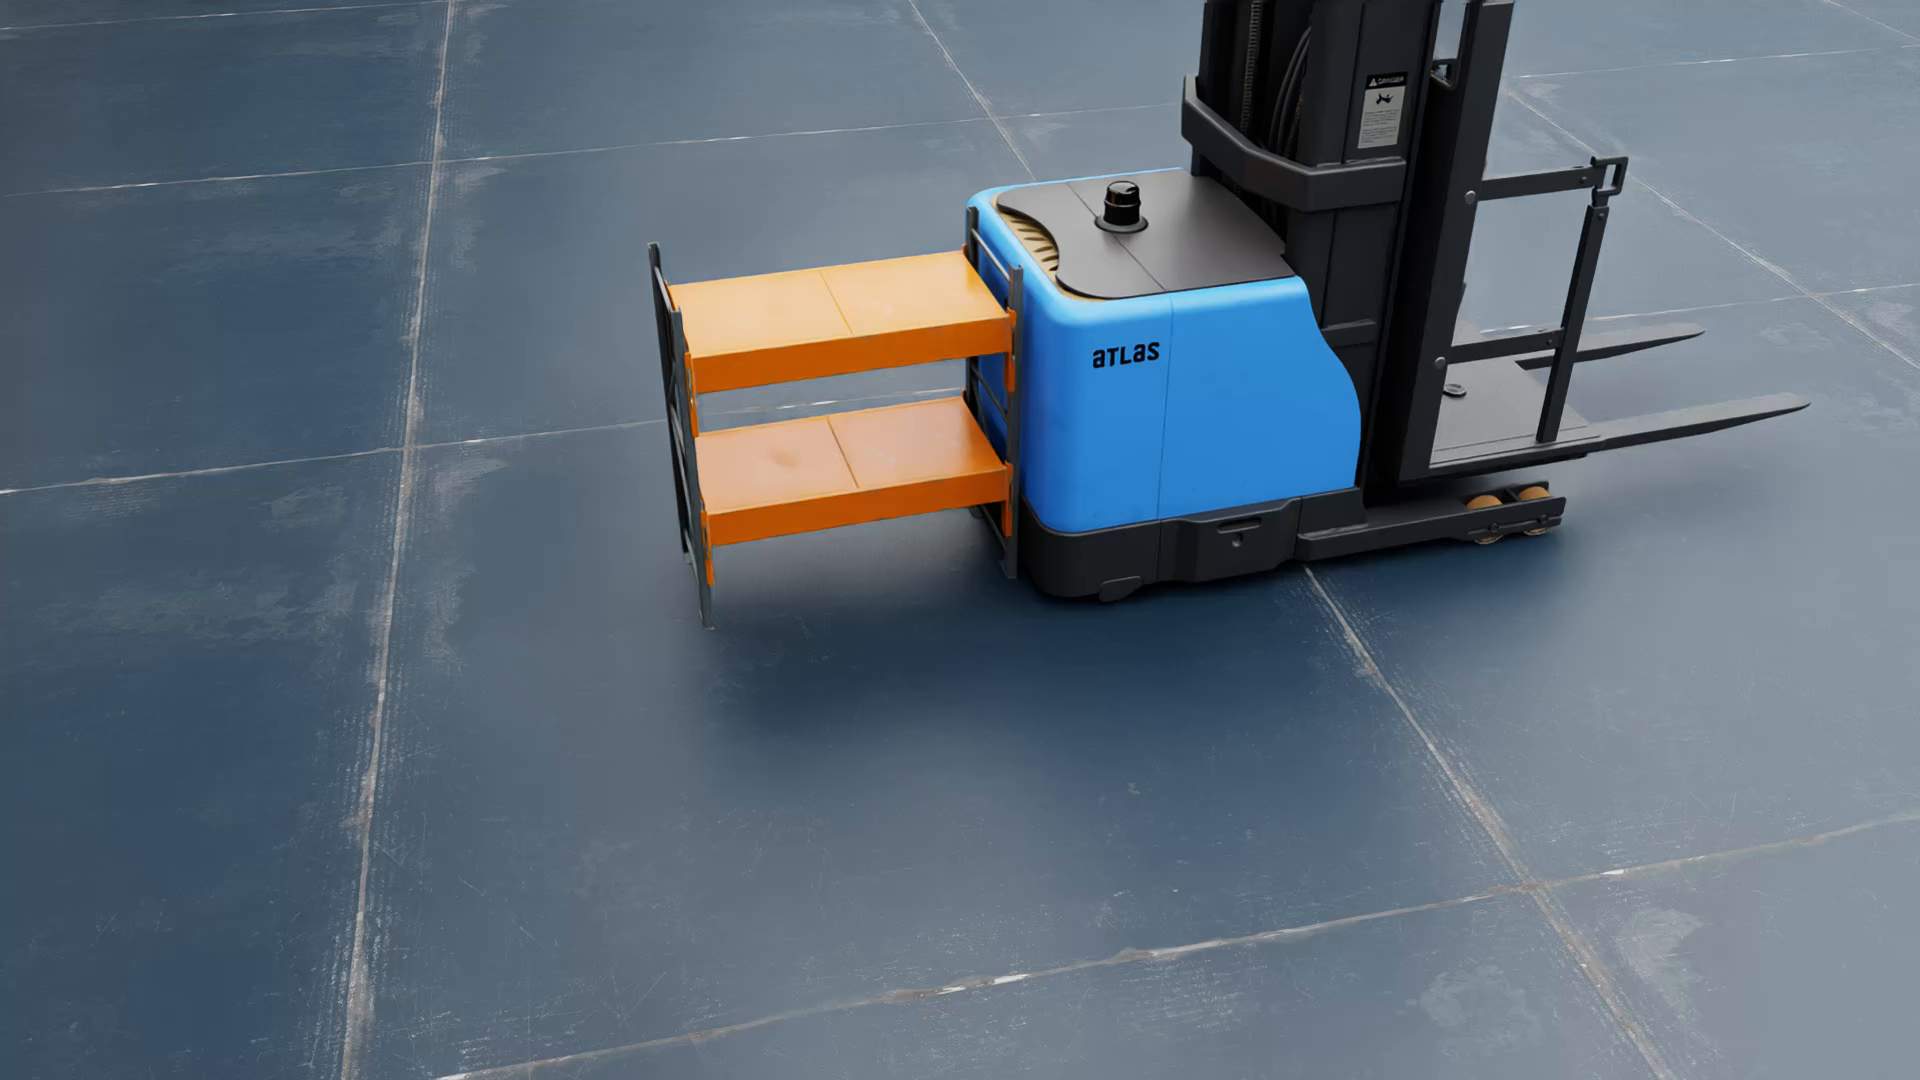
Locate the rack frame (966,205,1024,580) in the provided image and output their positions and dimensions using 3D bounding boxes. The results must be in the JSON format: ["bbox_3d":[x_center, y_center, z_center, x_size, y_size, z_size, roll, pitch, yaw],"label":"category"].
[{"bbox_3d":[0.105,-0.469,5.440,0.032,1.125,0.500,-9,35,-14],"label":"rack frame"}]

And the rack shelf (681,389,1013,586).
[{"bbox_3d":[-0.383,-0.186,5.457,1.000,0.278,0.538,-9,35,-14],"label":"rack shelf"}]

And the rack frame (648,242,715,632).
[{"bbox_3d":[-0.870,-0.310,5.202,0.032,1.125,0.500,-9,35,-14],"label":"rack frame"}]

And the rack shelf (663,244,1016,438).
[{"bbox_3d":[-0.383,-0.633,5.158,1.000,0.278,0.538,-9,35,-14],"label":"rack shelf"}]

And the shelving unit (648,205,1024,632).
[{"bbox_3d":[-0.383,-0.389,5.321,1.048,1.125,0.538,-9,35,-14],"label":"shelving unit"}]

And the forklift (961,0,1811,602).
[{"bbox_3d":[1.580,-1.476,5.319,3.031,2.935,1.130,-9,35,-14],"label":"forklift"}]
